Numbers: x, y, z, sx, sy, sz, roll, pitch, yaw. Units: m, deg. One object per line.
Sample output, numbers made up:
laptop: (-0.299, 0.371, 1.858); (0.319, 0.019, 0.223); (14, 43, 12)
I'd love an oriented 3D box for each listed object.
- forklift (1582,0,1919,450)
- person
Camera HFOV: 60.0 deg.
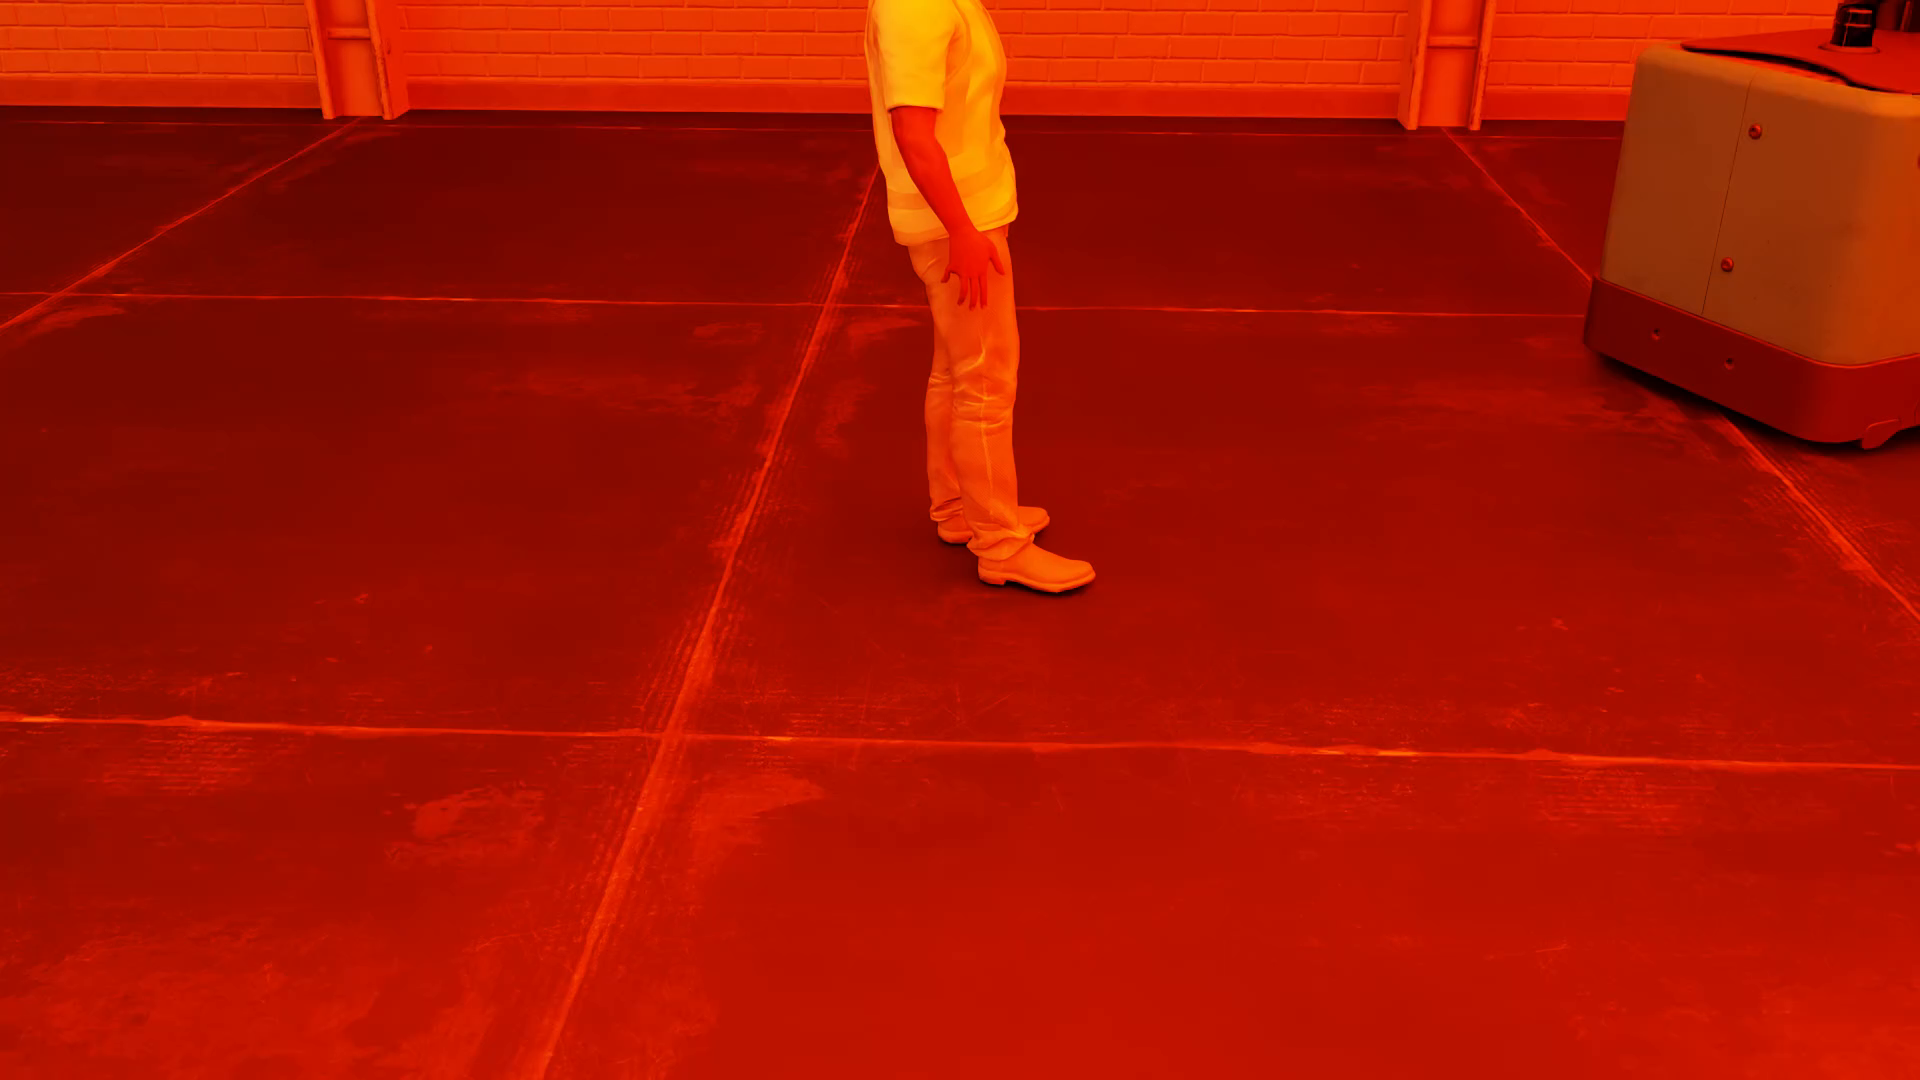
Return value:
forklift: (3.709, -2.006, 5.276); (3.031, 2.935, 1.130); (-11, 28, -21)
person: (0.069, -0.794, 4.119); (0.577, 1.765, 0.665); (1, 26, 2)
